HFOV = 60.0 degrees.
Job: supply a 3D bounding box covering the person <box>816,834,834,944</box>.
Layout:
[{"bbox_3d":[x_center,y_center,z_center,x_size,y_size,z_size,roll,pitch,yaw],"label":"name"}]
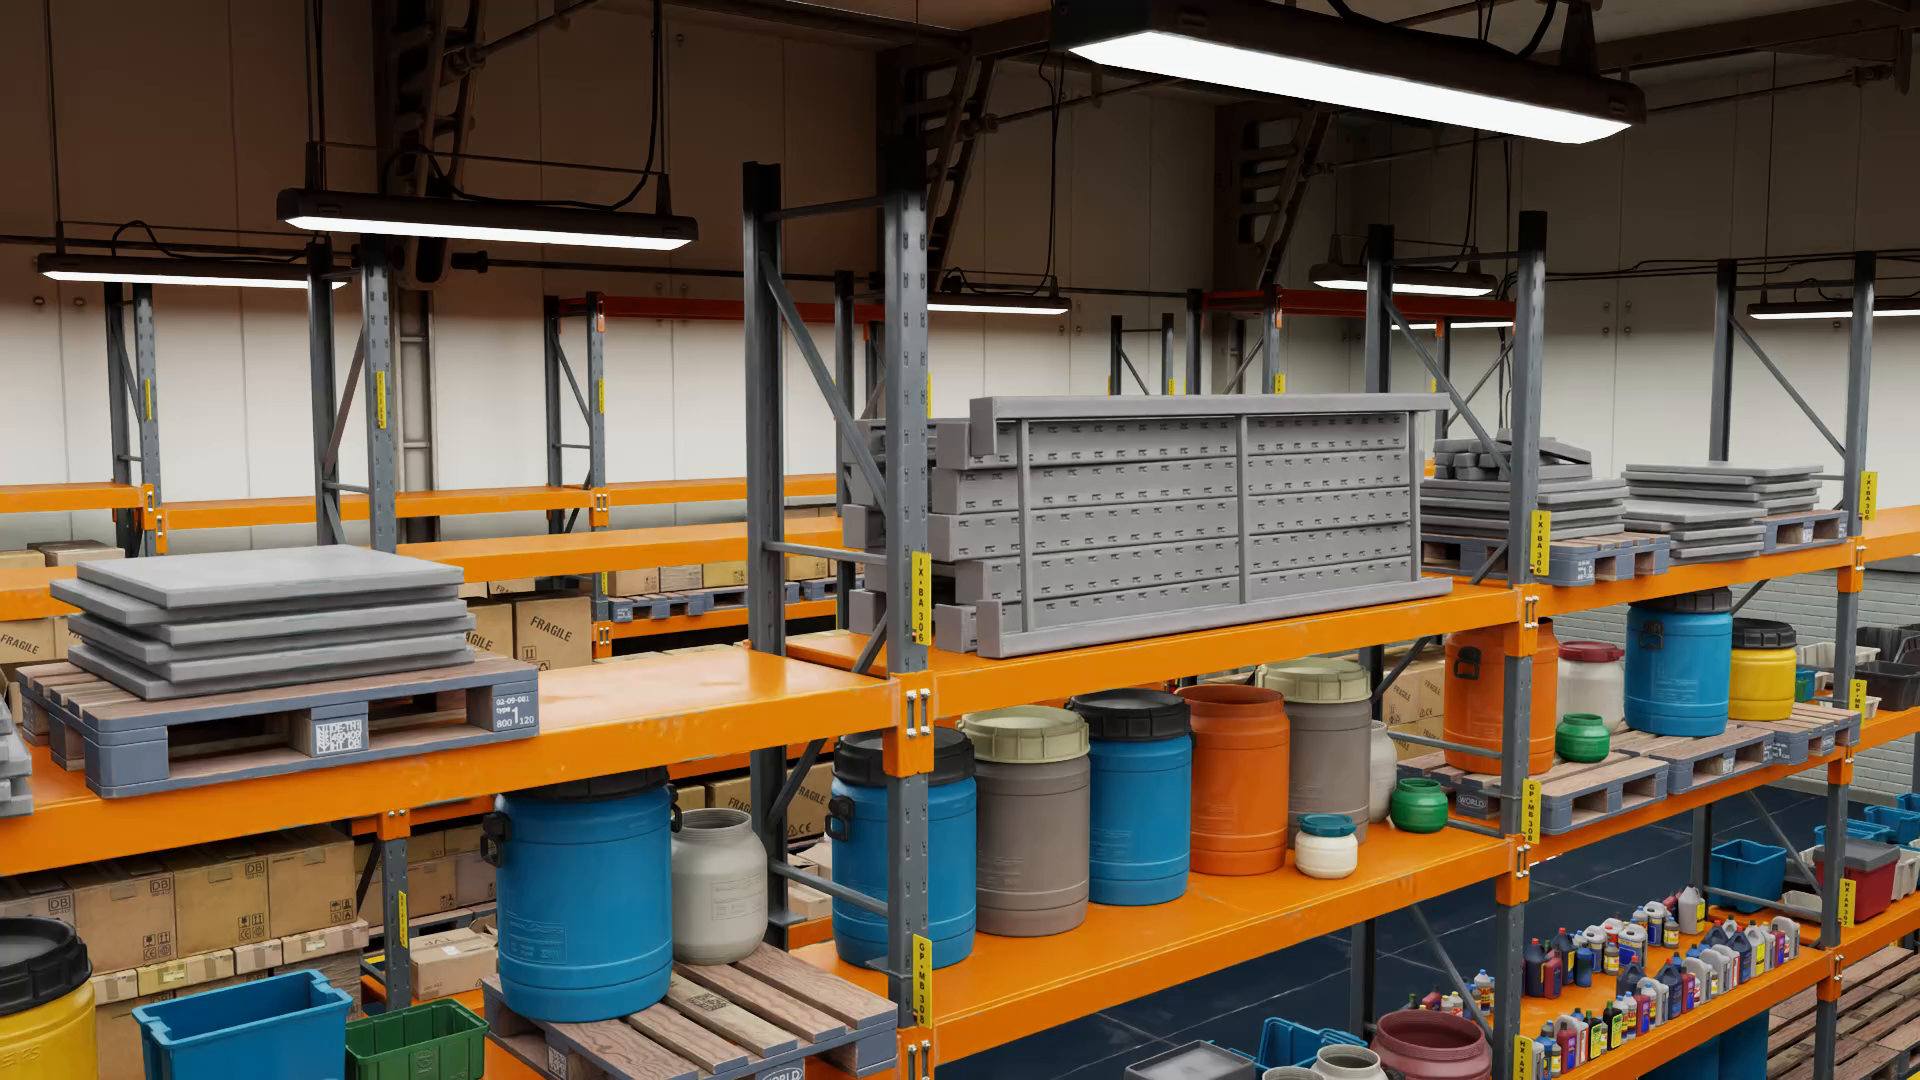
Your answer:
[{"bbox_3d":[-0.940,2.997,14.557,0.721,1.563,0.577,-4,7,-38],"label":"person"}]
